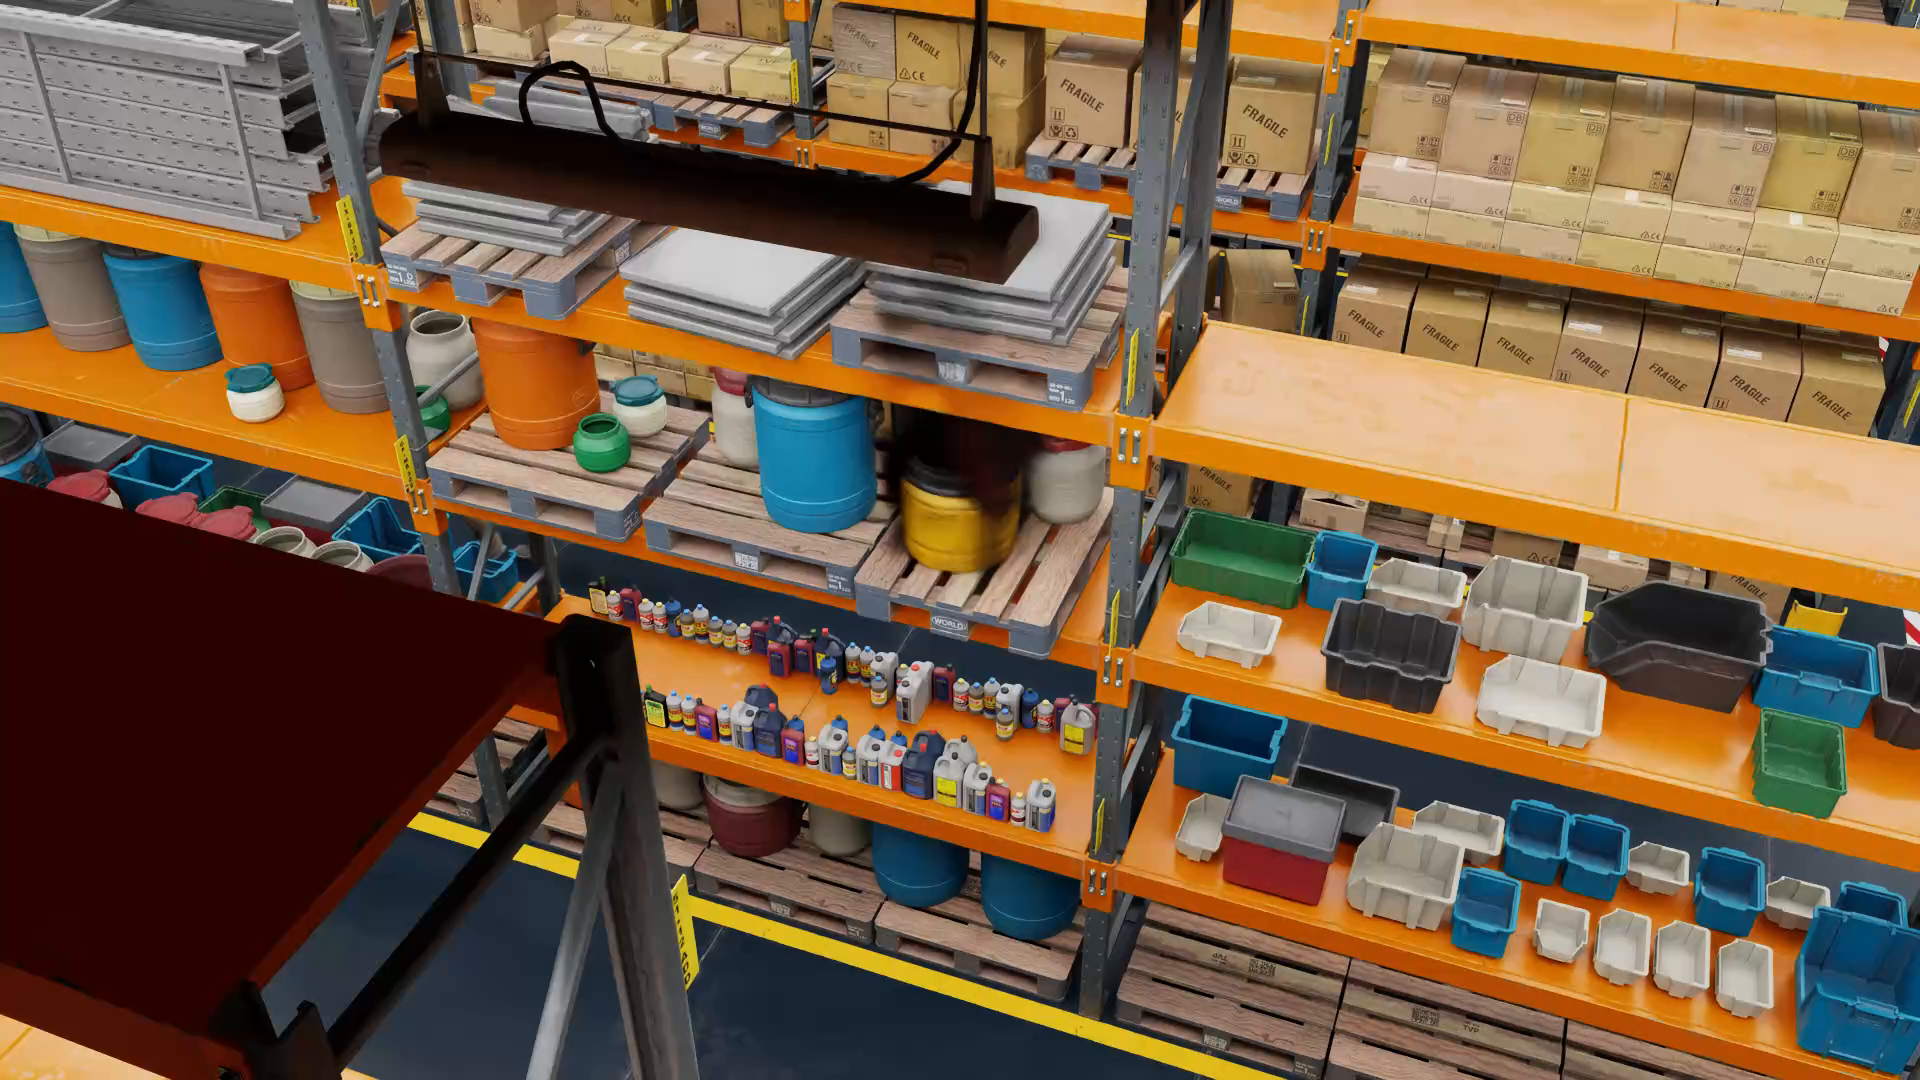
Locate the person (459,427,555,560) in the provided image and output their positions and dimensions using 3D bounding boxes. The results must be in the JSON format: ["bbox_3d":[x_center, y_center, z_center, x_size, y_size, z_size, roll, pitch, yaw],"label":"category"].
[{"bbox_3d":[-3.581,-0.539,12.711,0.767,1.784,0.638,9,37,12],"label":"person"}]
